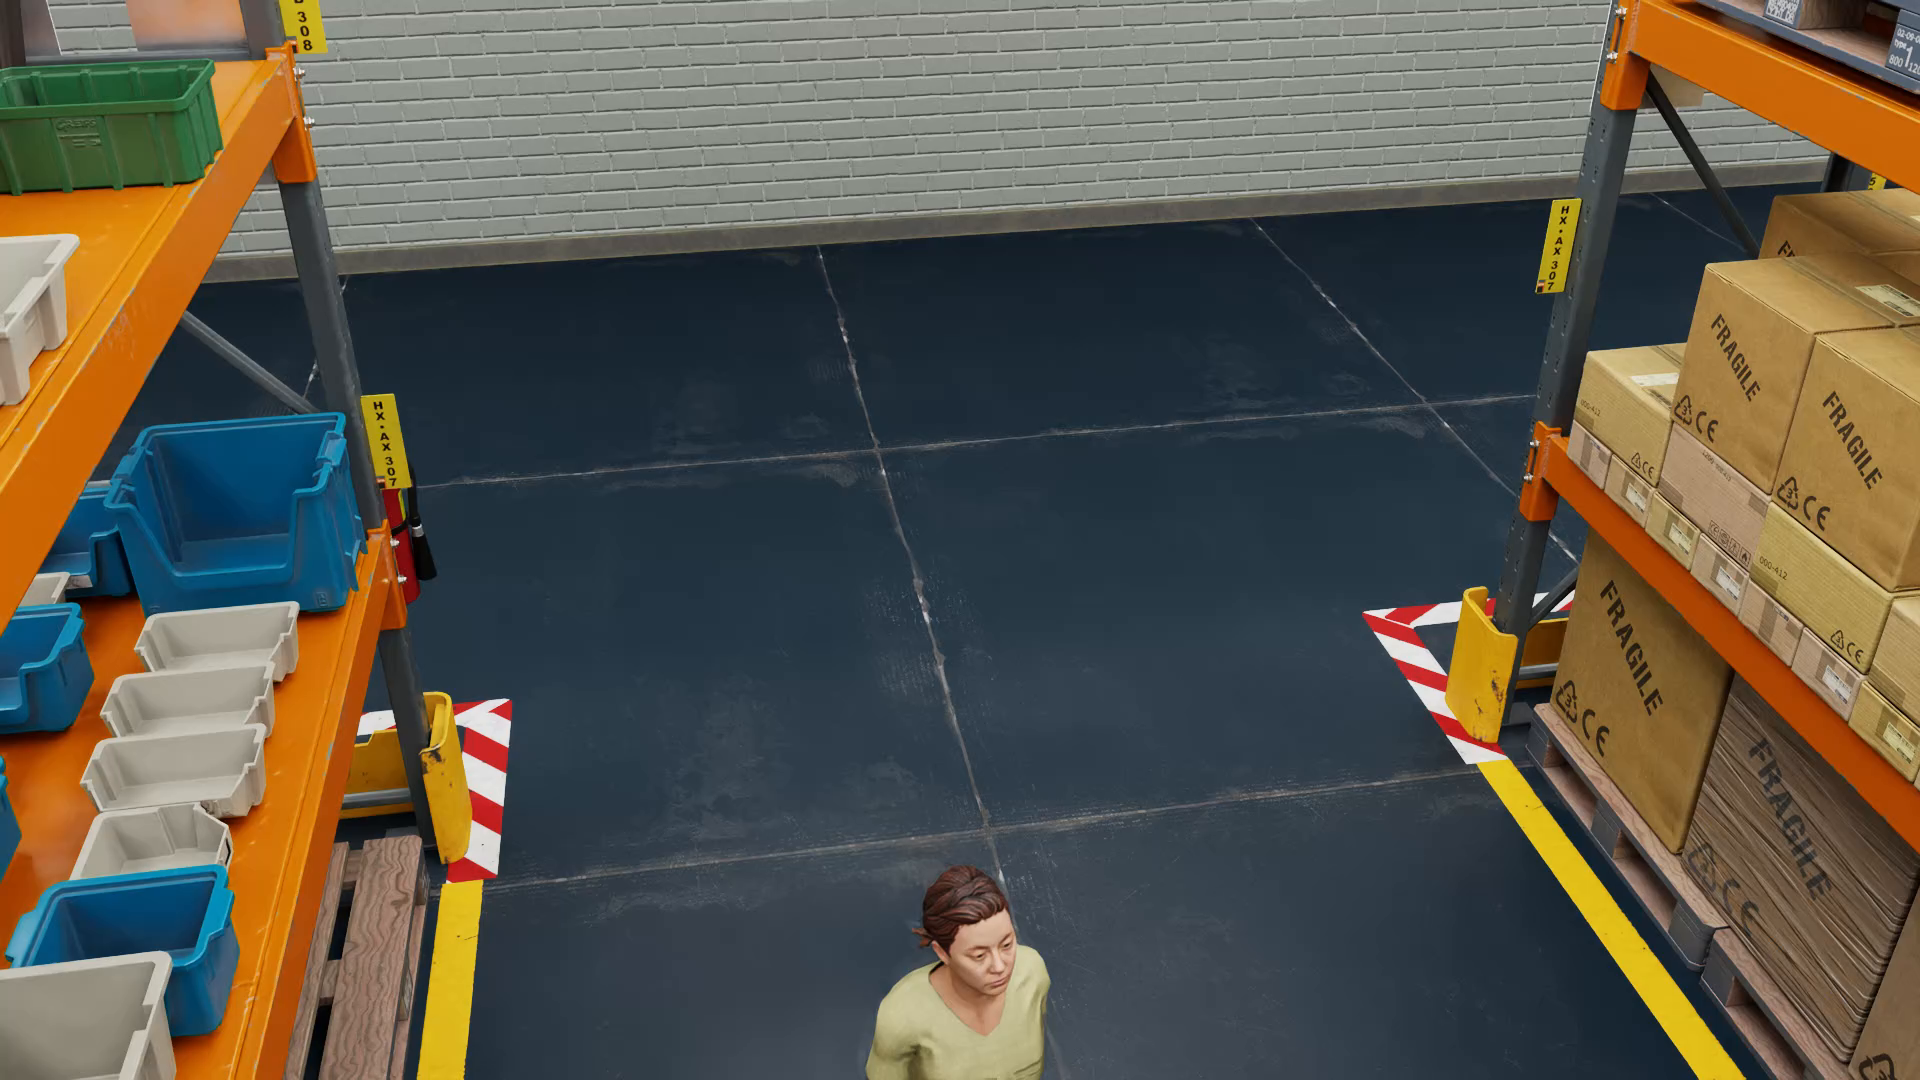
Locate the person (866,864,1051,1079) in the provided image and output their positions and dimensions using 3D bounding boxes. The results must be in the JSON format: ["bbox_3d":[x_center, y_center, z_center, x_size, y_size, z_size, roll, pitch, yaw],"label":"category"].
[{"bbox_3d":[0.005,1.385,3.806,0.456,1.623,0.979,-11,33,-18],"label":"person"}]
